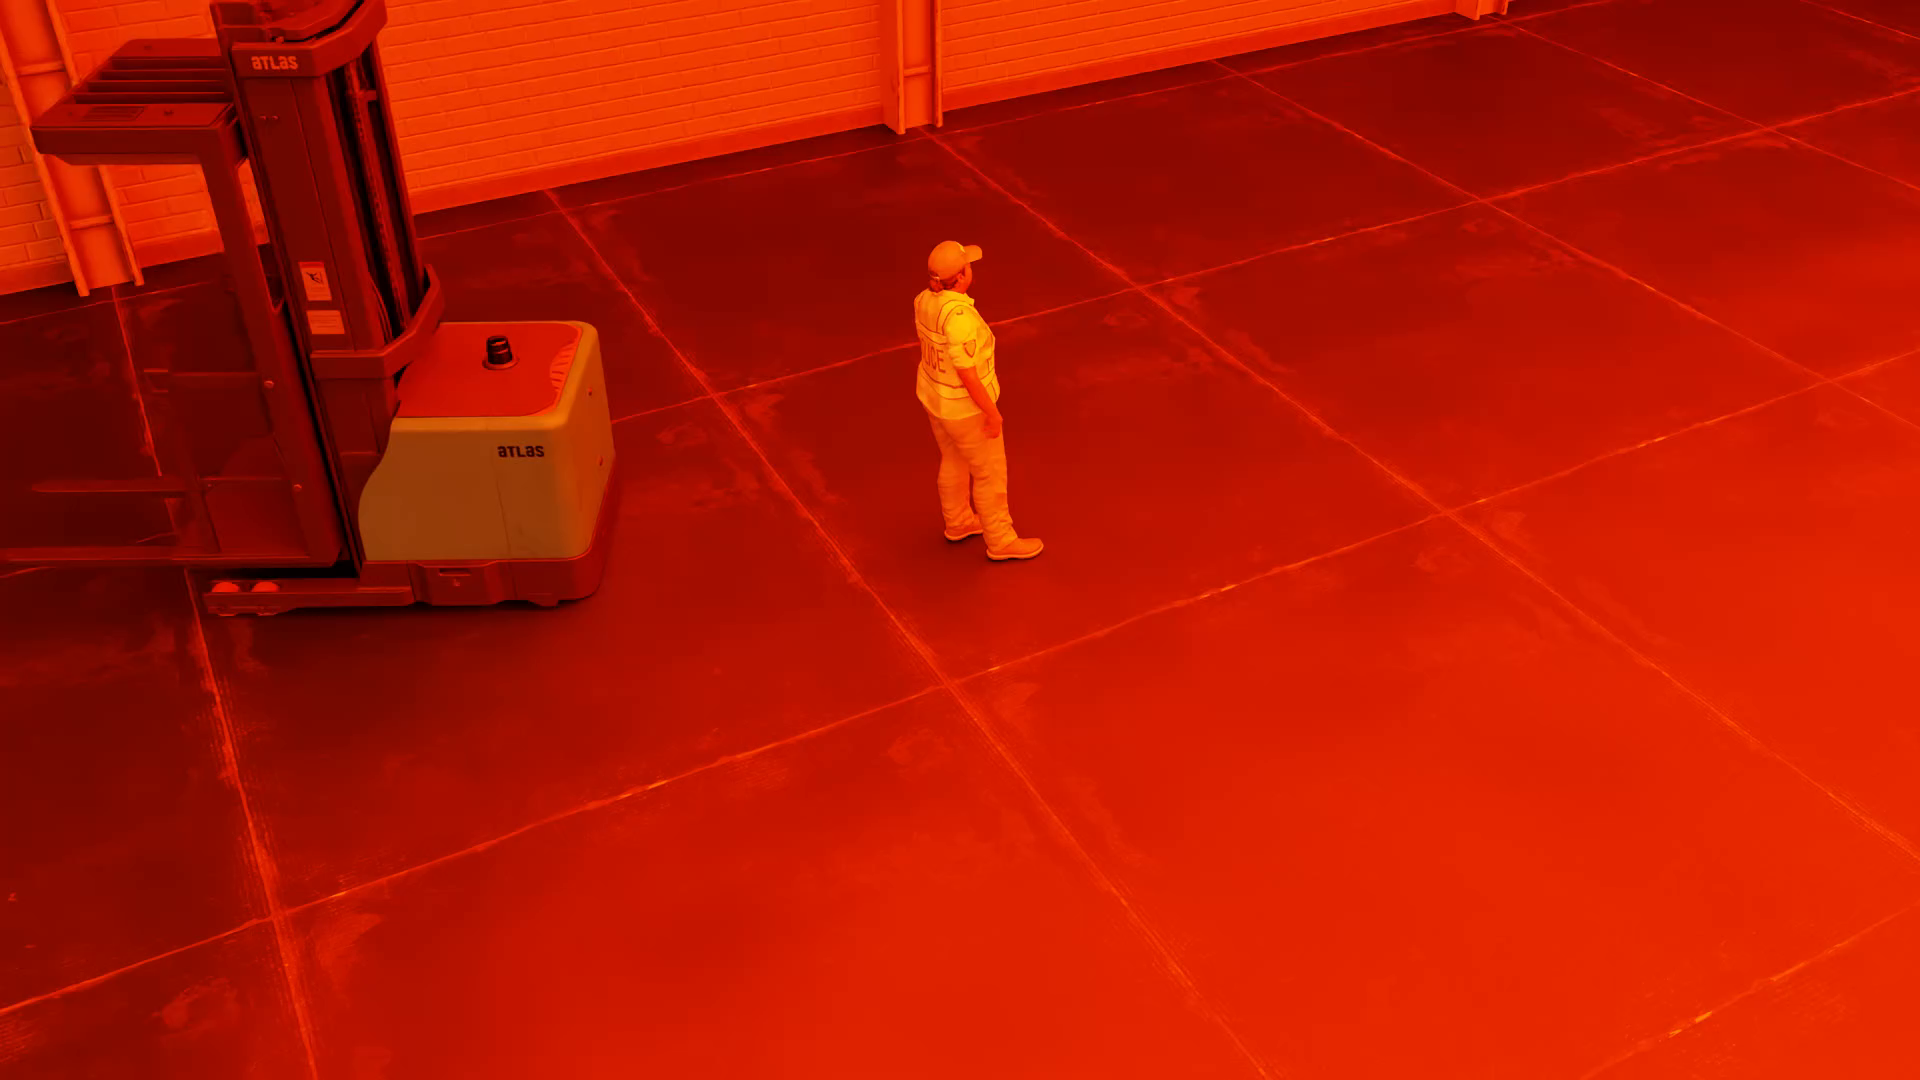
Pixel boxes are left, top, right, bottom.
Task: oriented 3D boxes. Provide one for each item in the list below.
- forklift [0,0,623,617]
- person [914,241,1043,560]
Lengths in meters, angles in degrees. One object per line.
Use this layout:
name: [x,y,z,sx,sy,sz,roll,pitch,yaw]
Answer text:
forklift: [-3.311,-1.133,7.725,3.031,2.935,1.130,-1,35,-1]
person: [0.078,-0.695,8.190,0.529,1.670,0.598,-17,39,-23]
